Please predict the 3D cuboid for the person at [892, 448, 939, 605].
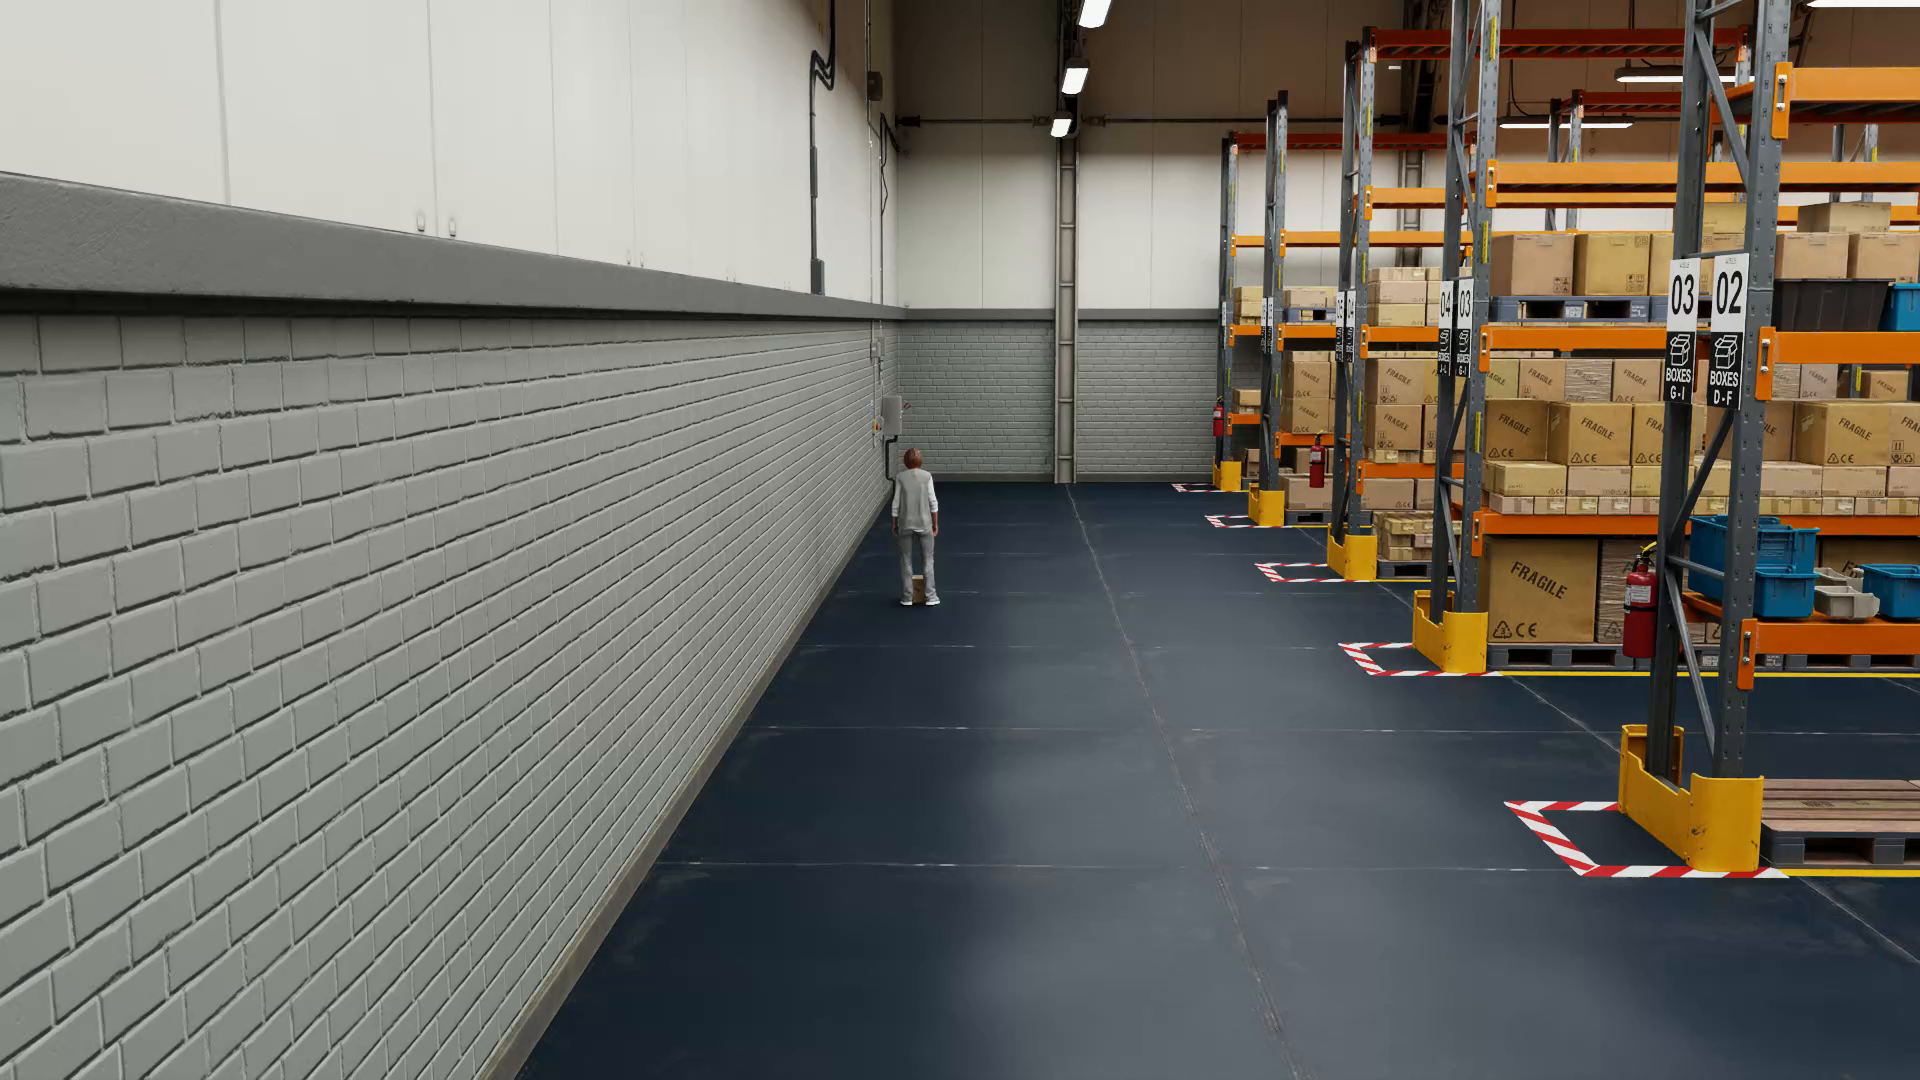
[{"bbox_3d":[-0.449,-0.130,16.821,0.480,1.593,0.345,0,7,-1],"label":"person"}]
